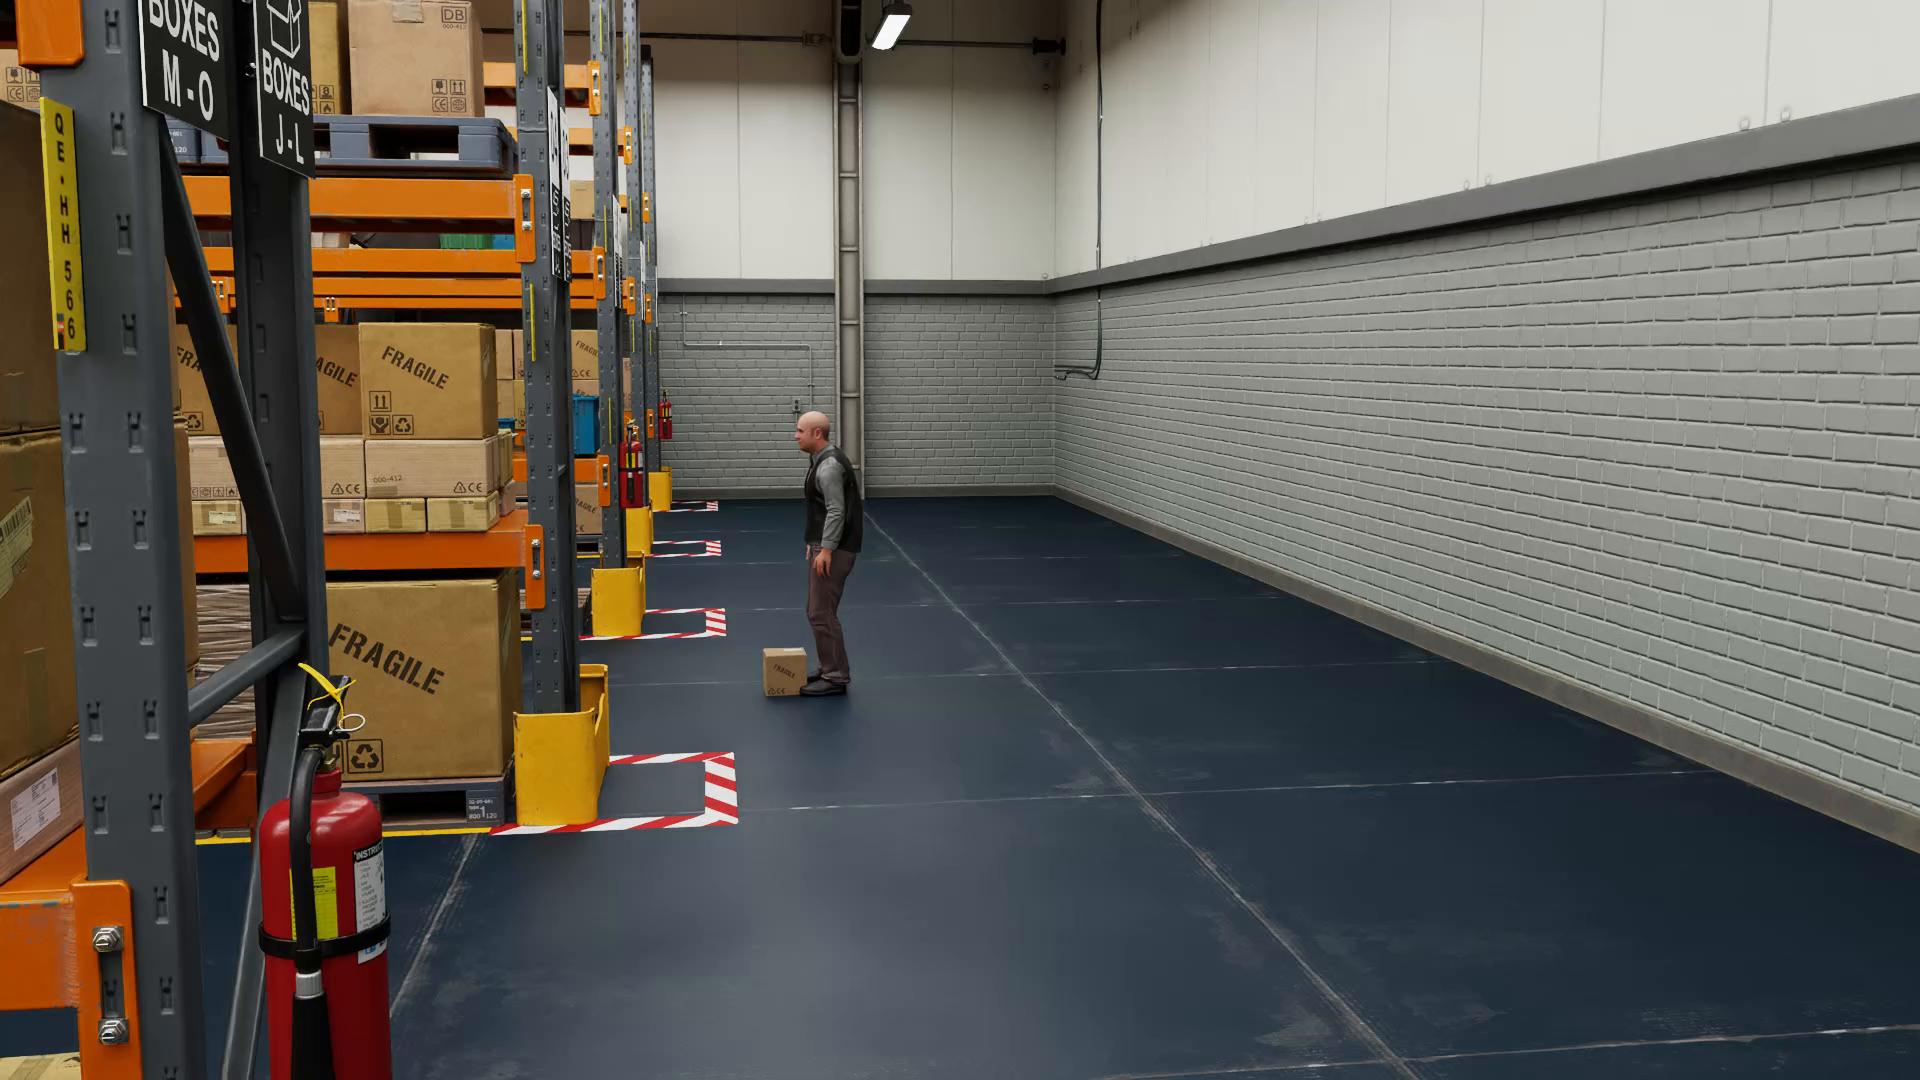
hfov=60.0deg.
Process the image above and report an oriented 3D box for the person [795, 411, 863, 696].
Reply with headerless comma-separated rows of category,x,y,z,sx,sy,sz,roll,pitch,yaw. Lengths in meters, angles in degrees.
person,-0.801,0.072,10.181,0.416,1.722,0.580,-1,7,-8
